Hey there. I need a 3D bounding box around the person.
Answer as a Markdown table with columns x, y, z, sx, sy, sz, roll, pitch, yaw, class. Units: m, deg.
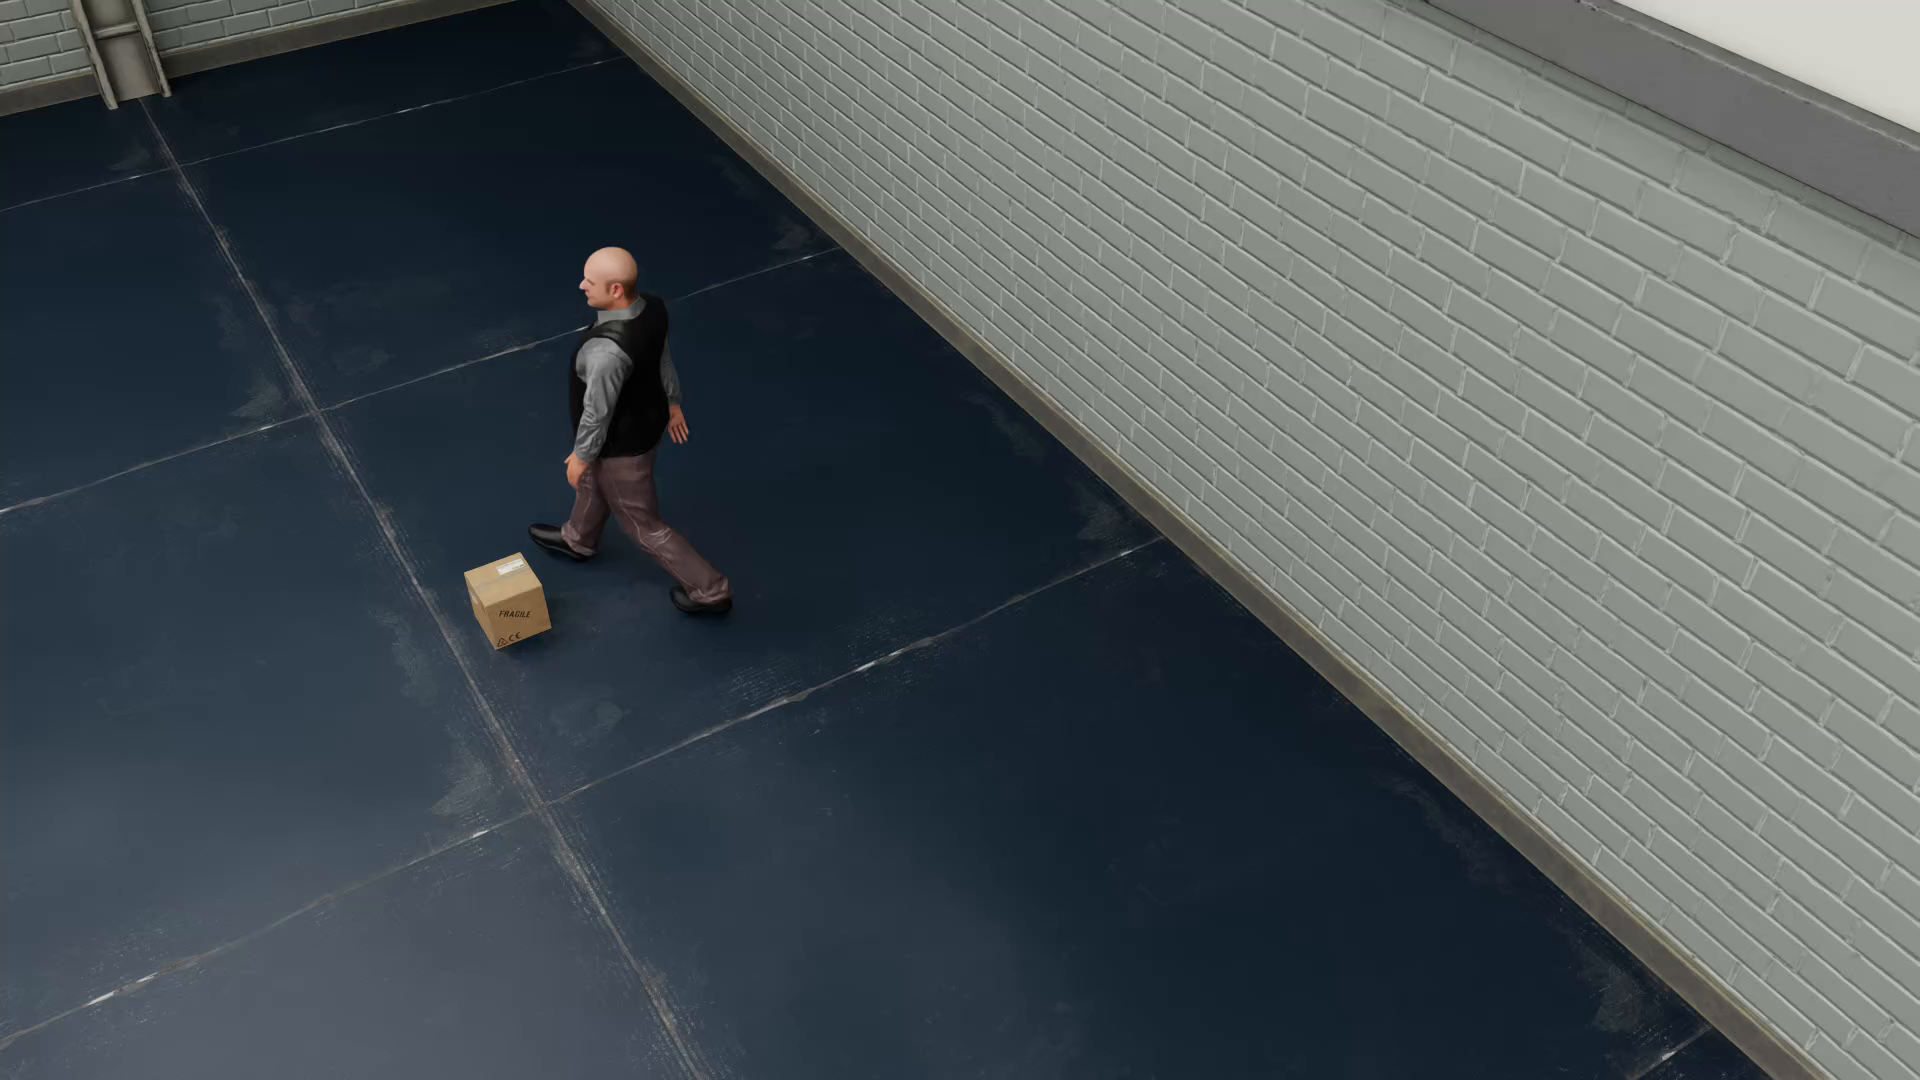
| x | y | z | sx | sy | sz | roll | pitch | yaw | class |
| --- | --- | --- | --- | --- | --- | --- | --- | --- | --- |
| -1.443 | -0.444 | 6.734 | 1.026 | 1.667 | 0.563 | 7 | 41 | 8 | person |
